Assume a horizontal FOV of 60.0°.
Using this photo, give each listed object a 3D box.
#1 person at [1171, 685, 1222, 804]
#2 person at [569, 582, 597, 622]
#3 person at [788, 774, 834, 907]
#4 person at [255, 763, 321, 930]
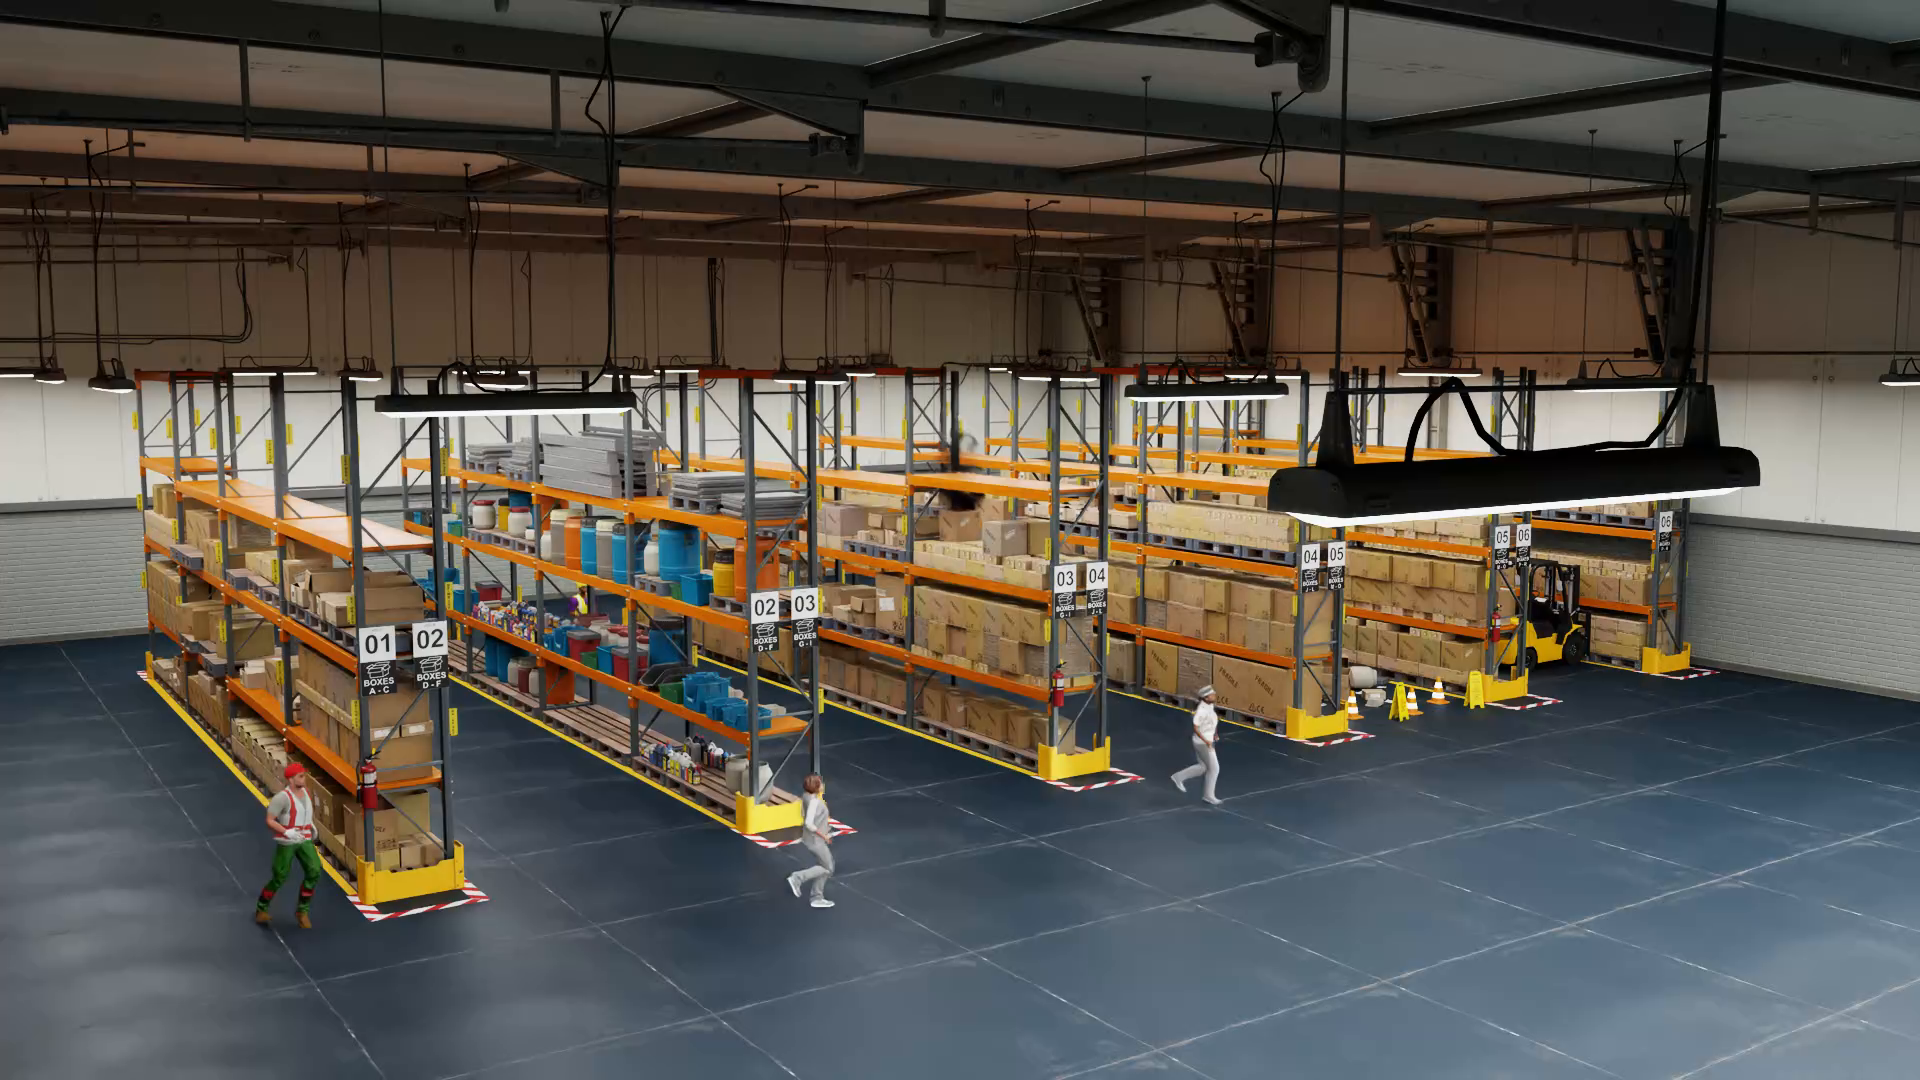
[{"bbox_3d":[3.355,2.869,23.444,0.716,1.709,0.579,1,7,12],"label":"person"},{"bbox_3d":[-7.537,1.684,33.505,0.656,1.745,0.657,-5,8,-36],"label":"person"},{"bbox_3d":[-1.704,3.434,18.941,0.549,1.558,0.537,-2,7,-14],"label":"person"},{"bbox_3d":[-7.413,3.378,18.500,0.707,1.802,0.722,3,7,28],"label":"person"}]
